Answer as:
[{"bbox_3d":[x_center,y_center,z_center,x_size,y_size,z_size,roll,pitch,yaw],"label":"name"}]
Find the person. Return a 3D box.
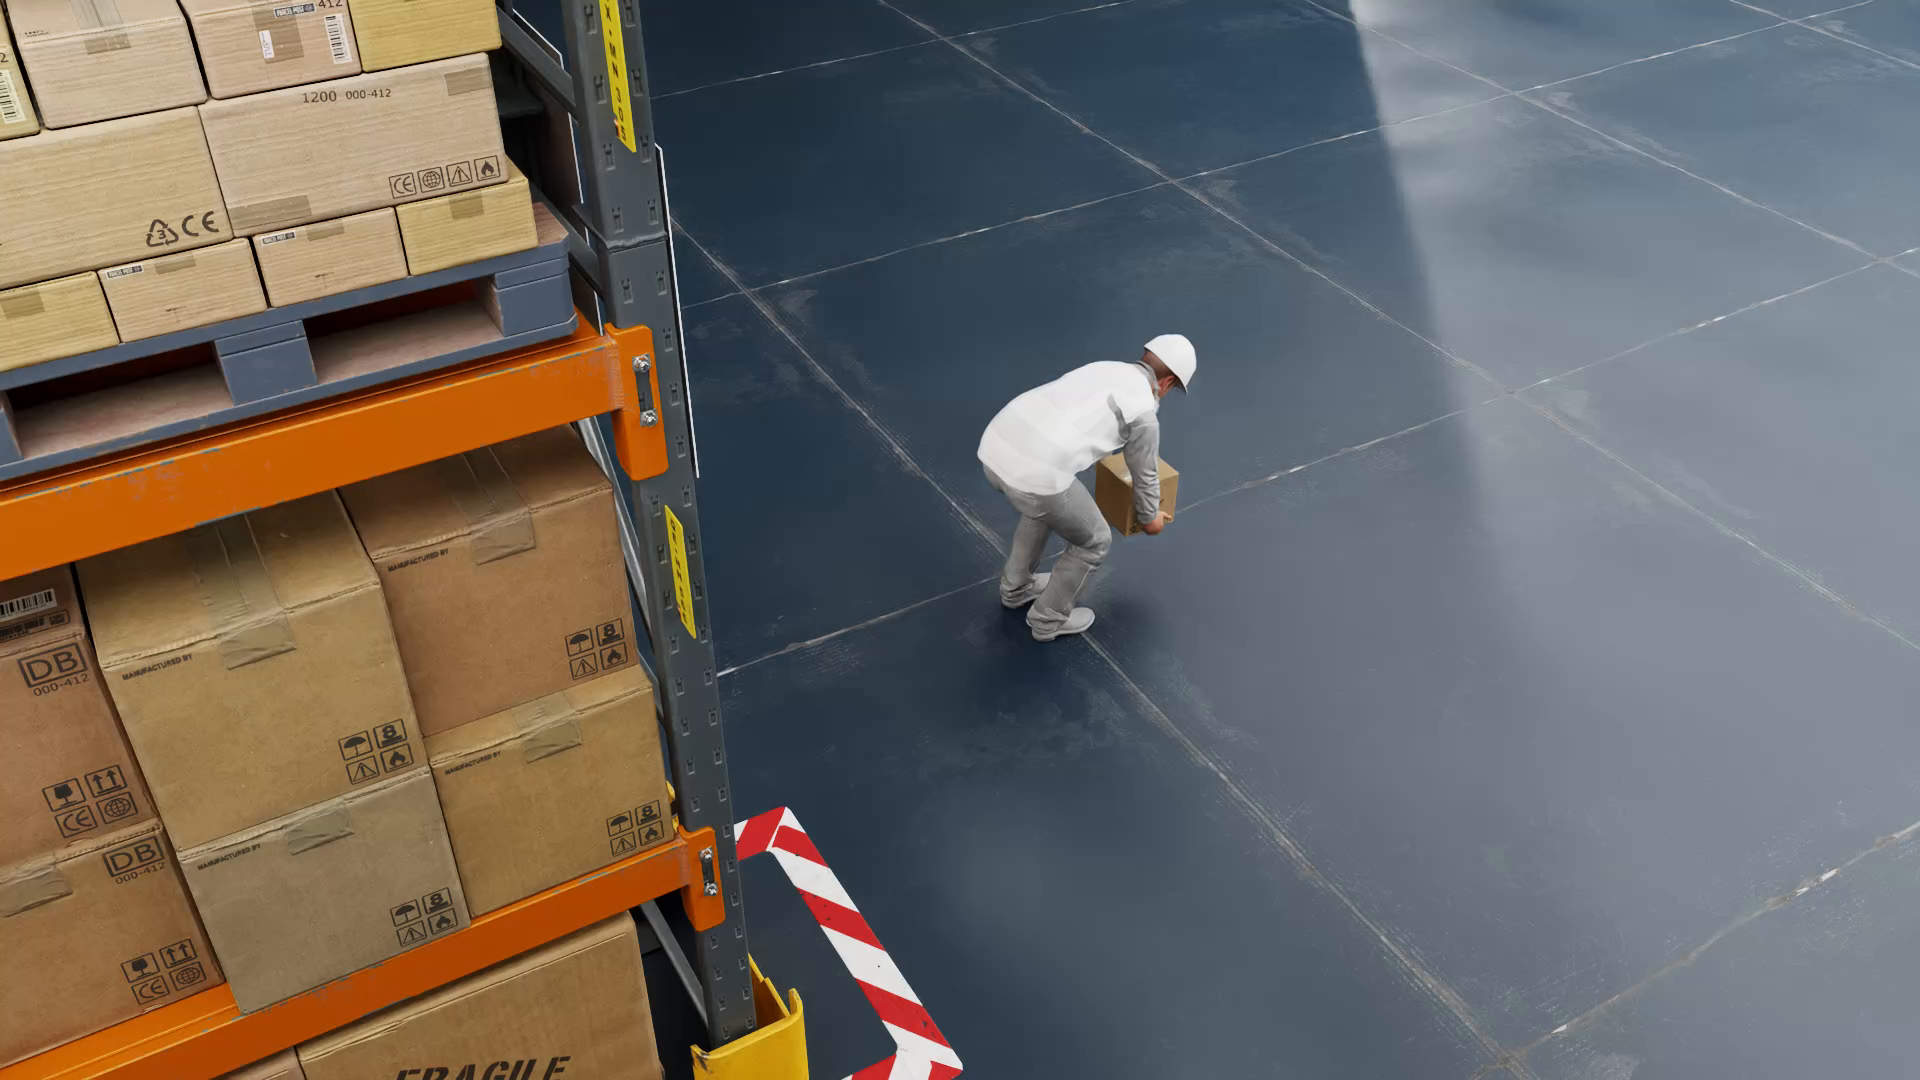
[{"bbox_3d":[0.544,-0.227,6.933,0.985,1.179,0.488,-21,41,-26],"label":"person"}]
